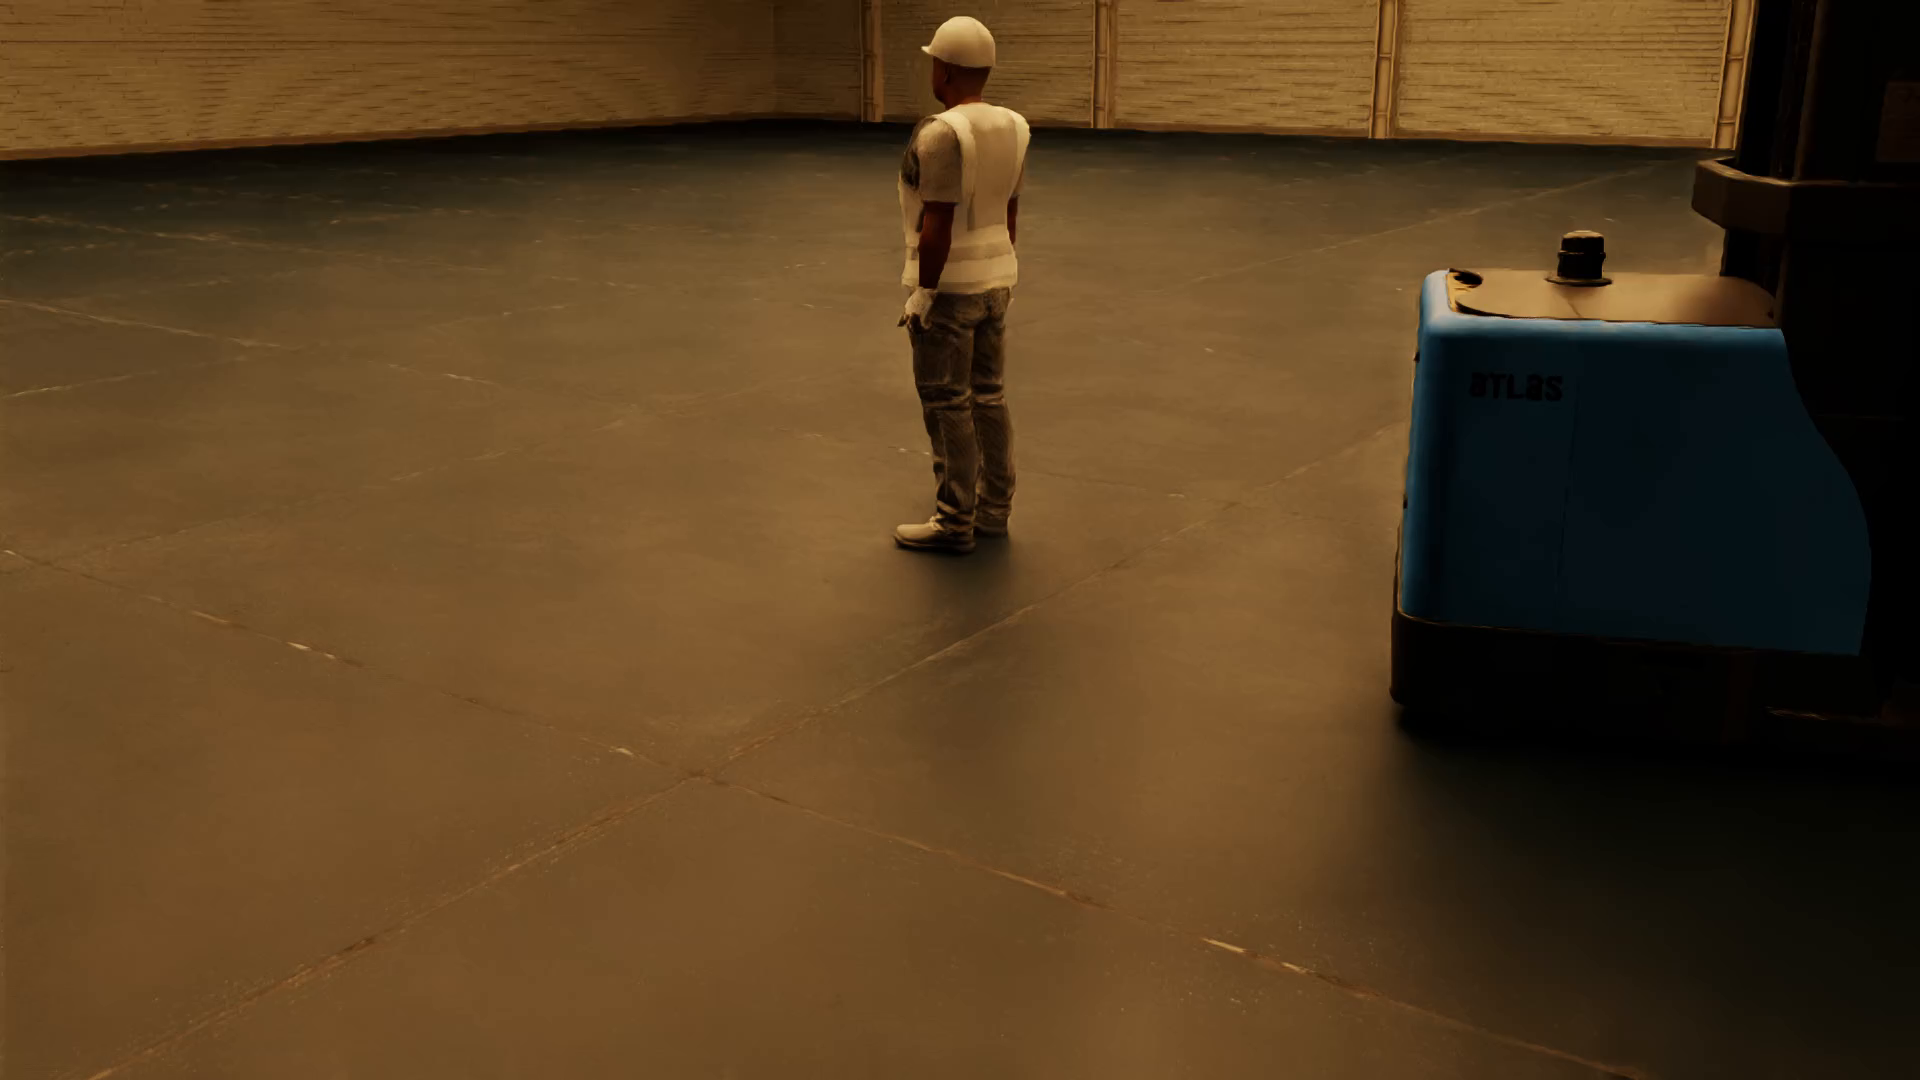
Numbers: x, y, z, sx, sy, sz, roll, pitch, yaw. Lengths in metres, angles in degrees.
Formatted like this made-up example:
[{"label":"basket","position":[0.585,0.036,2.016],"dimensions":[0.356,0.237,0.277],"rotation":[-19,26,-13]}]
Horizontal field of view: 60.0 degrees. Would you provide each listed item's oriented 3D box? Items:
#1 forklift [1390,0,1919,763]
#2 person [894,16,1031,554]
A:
[{"label":"forklift","position":[2.697,-0.940,3.974],"dimensions":[3.031,2.935,1.130],"rotation":[4,17,14]},{"label":"person","position":[-0.012,-0.858,5.699],"dimensions":[0.365,1.790,0.546],"rotation":[11,20,33]}]
